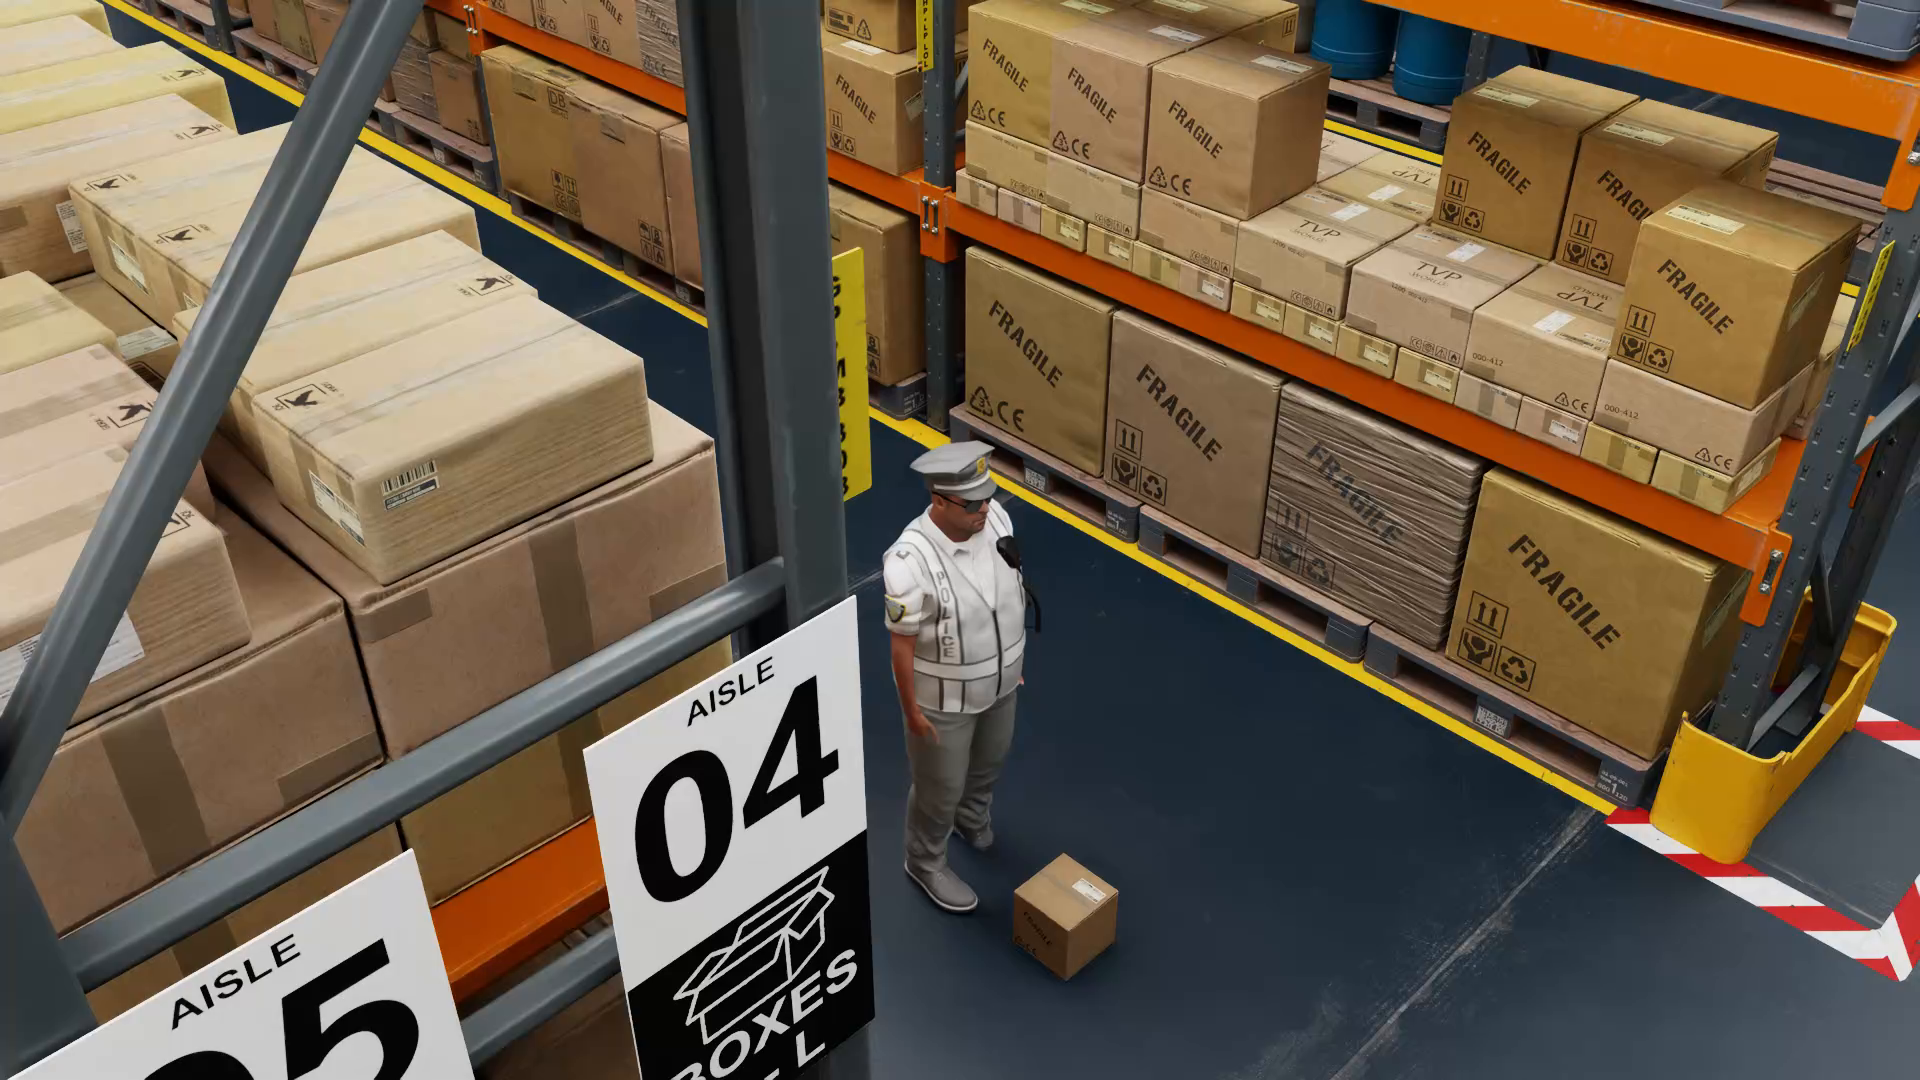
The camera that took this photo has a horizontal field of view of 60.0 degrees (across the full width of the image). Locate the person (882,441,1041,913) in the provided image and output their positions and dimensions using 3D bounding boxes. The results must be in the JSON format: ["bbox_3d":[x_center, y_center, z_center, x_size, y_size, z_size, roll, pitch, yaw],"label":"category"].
[{"bbox_3d":[0.007,0.484,5.519,0.530,1.846,0.401,-29,44,-35],"label":"person"}]
